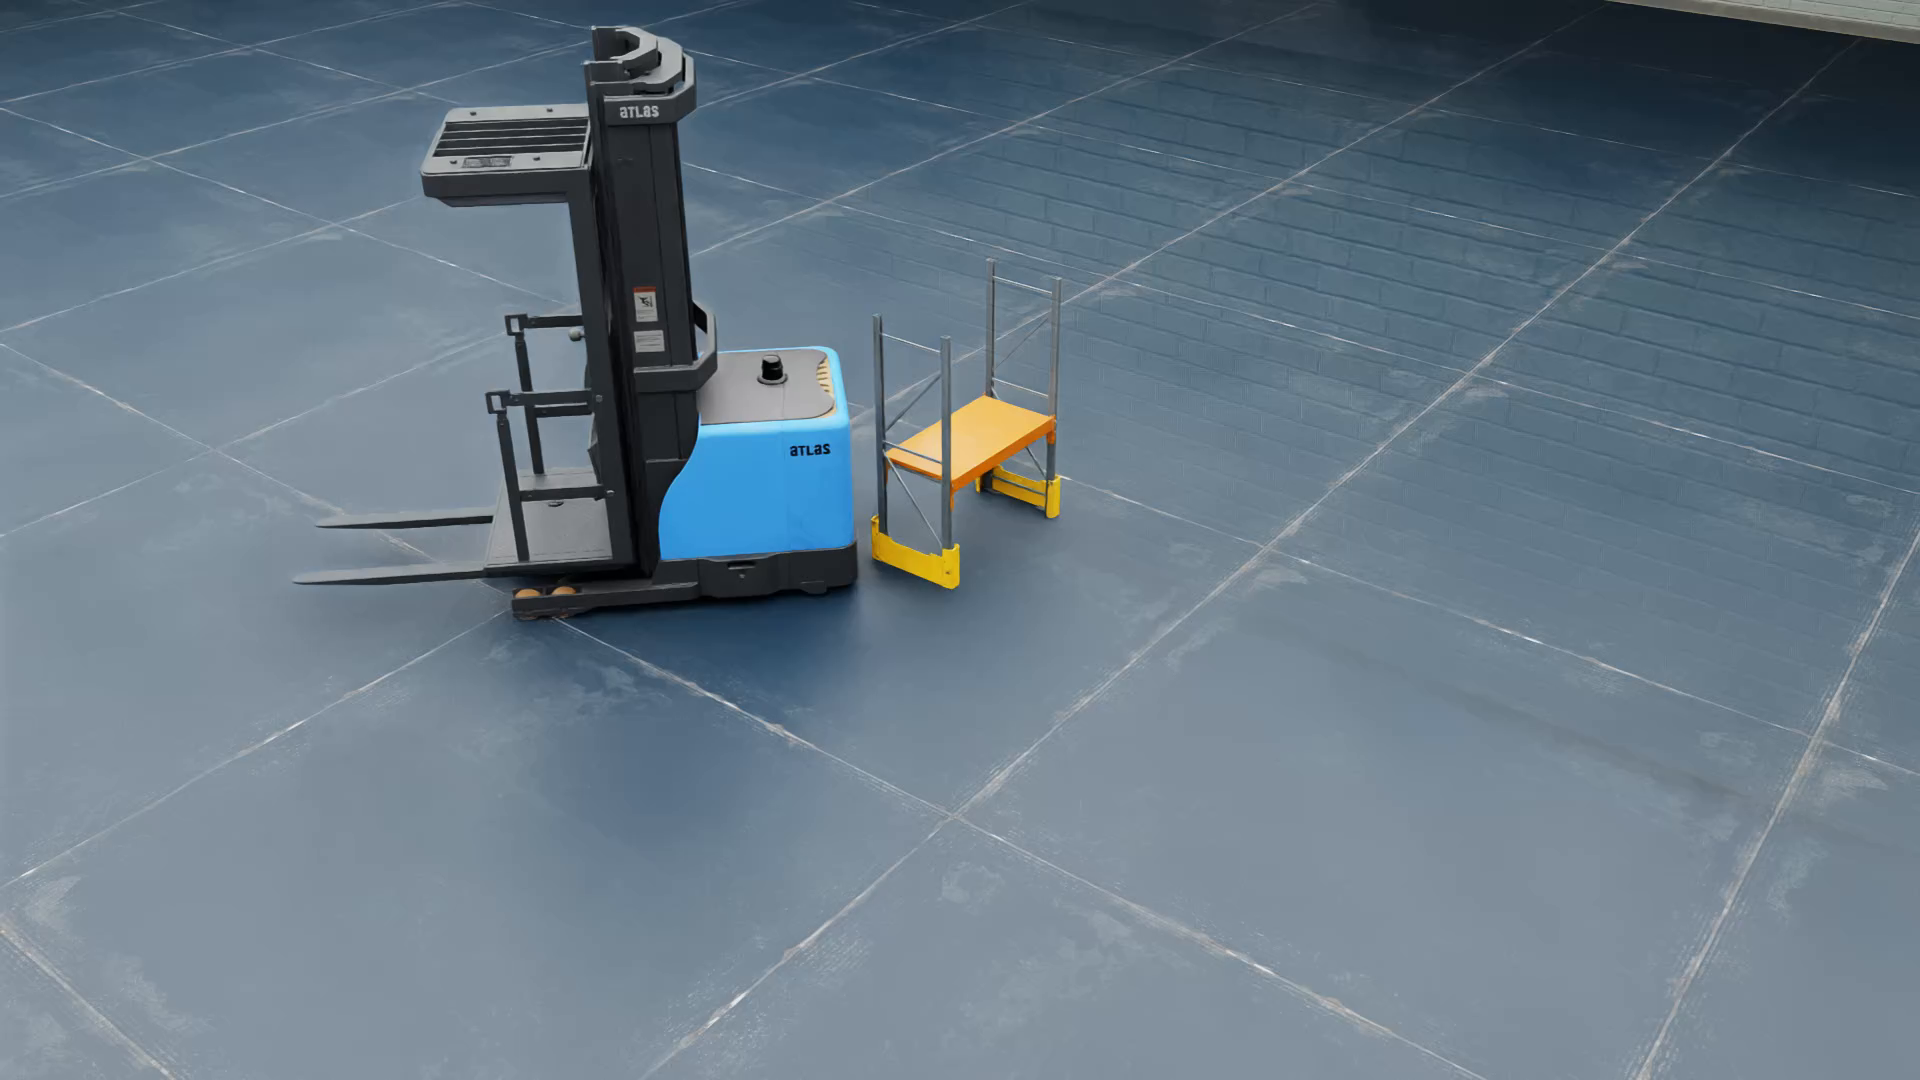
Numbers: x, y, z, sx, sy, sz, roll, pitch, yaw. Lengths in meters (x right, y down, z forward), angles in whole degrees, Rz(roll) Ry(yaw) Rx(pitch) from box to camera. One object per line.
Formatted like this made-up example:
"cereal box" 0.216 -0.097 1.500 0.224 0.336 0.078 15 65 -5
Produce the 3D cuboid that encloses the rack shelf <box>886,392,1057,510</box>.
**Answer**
"rack shelf" 0.052 -0.525 9.518 0.538 0.185 1.000 21 37 31

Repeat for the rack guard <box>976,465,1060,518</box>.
"rack guard" 0.347 -0.341 10.080 0.587 0.250 0.087 21 37 31

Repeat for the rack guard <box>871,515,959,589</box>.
"rack guard" -0.255 0.064 9.397 0.587 0.250 0.087 21 37 31

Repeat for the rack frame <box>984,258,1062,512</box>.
"rack frame" 0.358 -0.887 9.775 0.500 1.500 0.032 21 37 31

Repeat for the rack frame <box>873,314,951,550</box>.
"rack frame" -0.255 -0.473 9.077 0.500 1.500 0.032 21 37 31

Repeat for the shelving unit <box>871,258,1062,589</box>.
"shelving unit" 0.046 -0.676 9.420 0.587 1.500 1.083 21 37 31

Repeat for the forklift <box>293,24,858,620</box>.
"forklift" -2.128 -1.114 8.754 3.031 2.935 1.130 -4 31 -7
